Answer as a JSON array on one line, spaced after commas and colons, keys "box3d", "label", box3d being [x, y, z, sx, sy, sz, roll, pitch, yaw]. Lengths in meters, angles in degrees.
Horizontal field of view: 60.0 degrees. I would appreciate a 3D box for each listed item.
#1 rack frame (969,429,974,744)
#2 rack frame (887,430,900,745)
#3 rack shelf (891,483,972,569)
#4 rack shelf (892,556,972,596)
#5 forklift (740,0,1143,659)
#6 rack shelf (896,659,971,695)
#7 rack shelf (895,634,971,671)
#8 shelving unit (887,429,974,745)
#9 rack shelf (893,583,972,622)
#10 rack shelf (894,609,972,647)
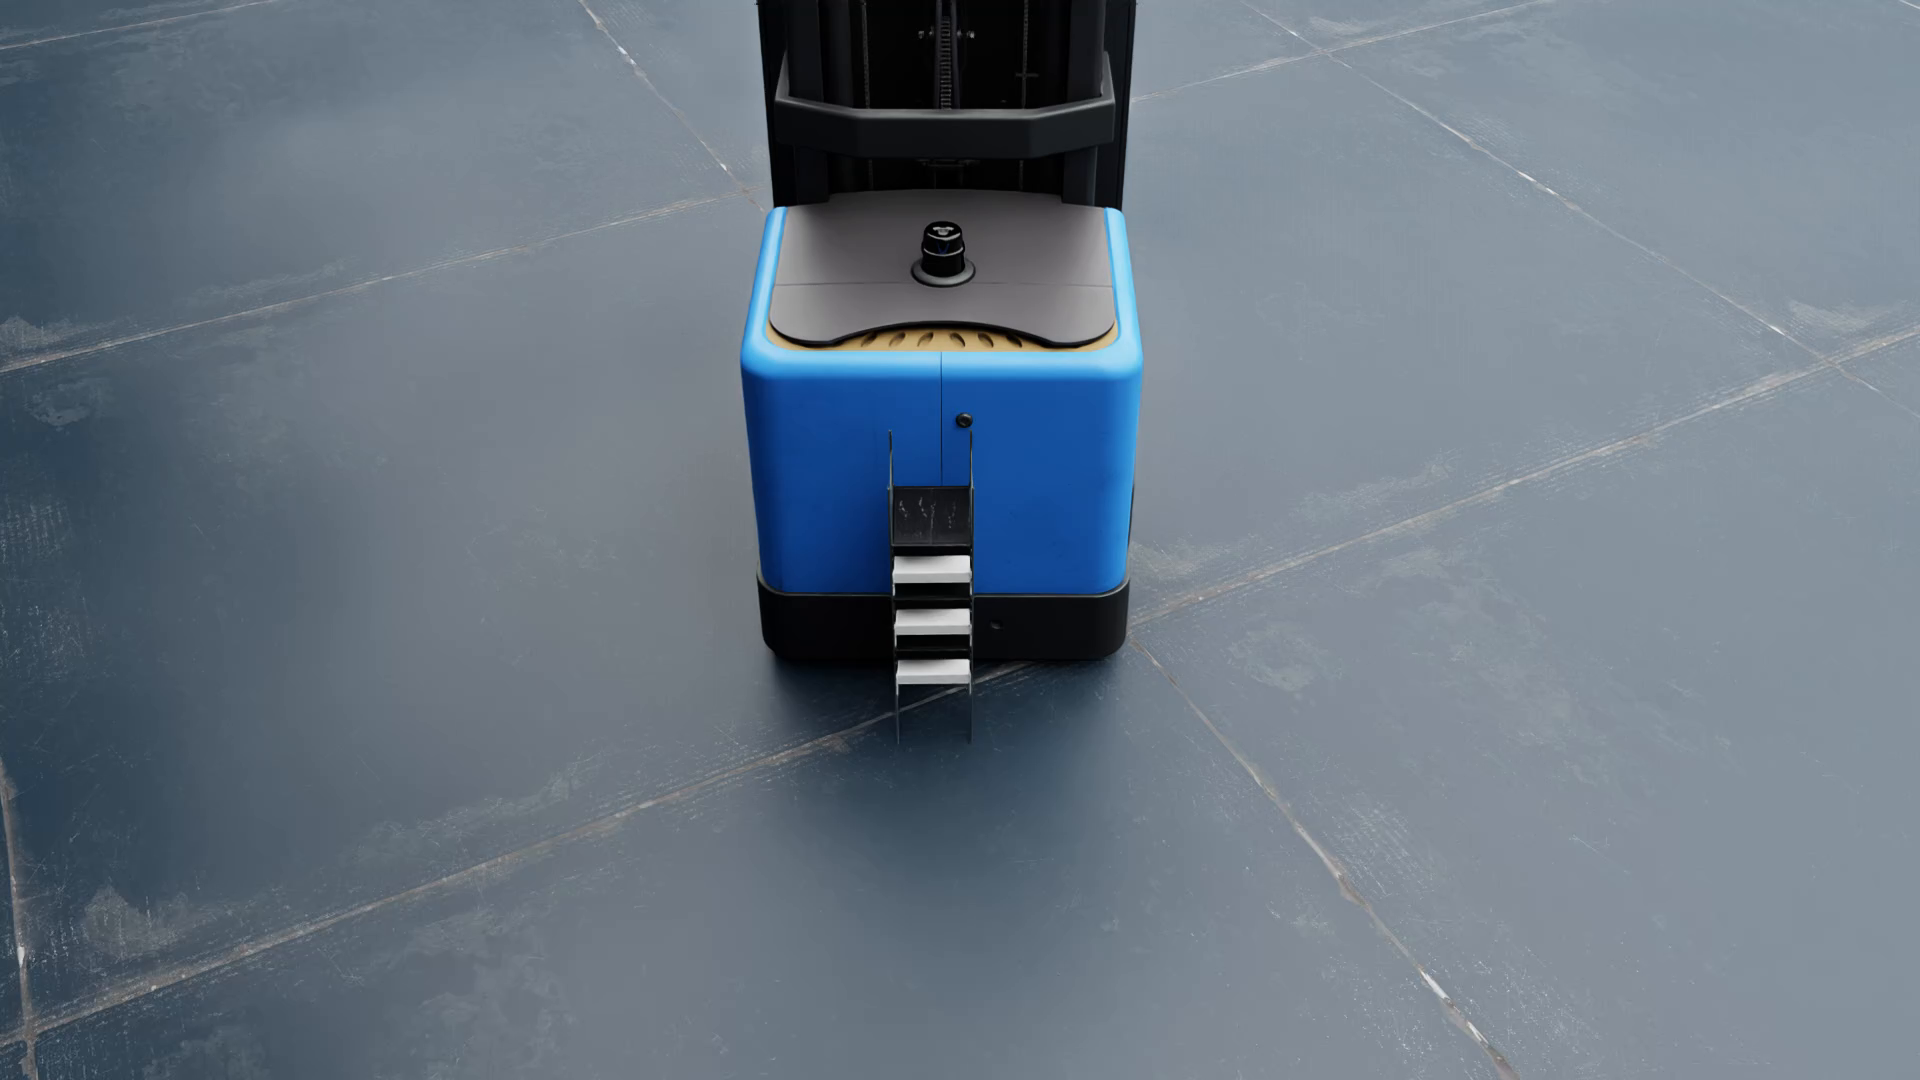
[{"box3d": [0.030, 0.142, 4.386, 0.006, 0.900, 0.240, -1, 40, -1], "label": "rack frame"}, {"box3d": [-0.174, 0.144, 4.383, 0.006, 0.900, 0.240, -1, 40, -1], "label": "rack frame"}, {"box3d": [-0.072, -0.038, 4.232, 0.200, 0.077, 0.258, -1, 40, -1], "label": "rack shelf"}, {"box3d": [-0.072, 0.031, 4.290, 0.200, 0.077, 0.258, -1, 40, -1], "label": "rack shelf"}, {"box3d": [-0.036, -1.704, 4.994, 1.130, 2.935, 3.031, 0, 40, 0], "label": "forklift"}, {"box3d": [-0.072, 0.306, 4.522, 0.200, 0.077, 0.258, -1, 40, -1], "label": "rack shelf"}, {"box3d": [-0.072, 0.237, 4.464, 0.200, 0.077, 0.258, -1, 40, -1], "label": "rack shelf"}, {"box3d": [-0.072, 0.143, 4.384, 0.210, 0.900, 0.258, -1, 40, -1], "label": "shelving unit"}, {"box3d": [-0.072, 0.100, 4.348, 0.200, 0.077, 0.258, -1, 40, -1], "label": "rack shelf"}, {"box3d": [-0.072, 0.169, 4.406, 0.200, 0.077, 0.258, -1, 40, -1], "label": "rack shelf"}]
